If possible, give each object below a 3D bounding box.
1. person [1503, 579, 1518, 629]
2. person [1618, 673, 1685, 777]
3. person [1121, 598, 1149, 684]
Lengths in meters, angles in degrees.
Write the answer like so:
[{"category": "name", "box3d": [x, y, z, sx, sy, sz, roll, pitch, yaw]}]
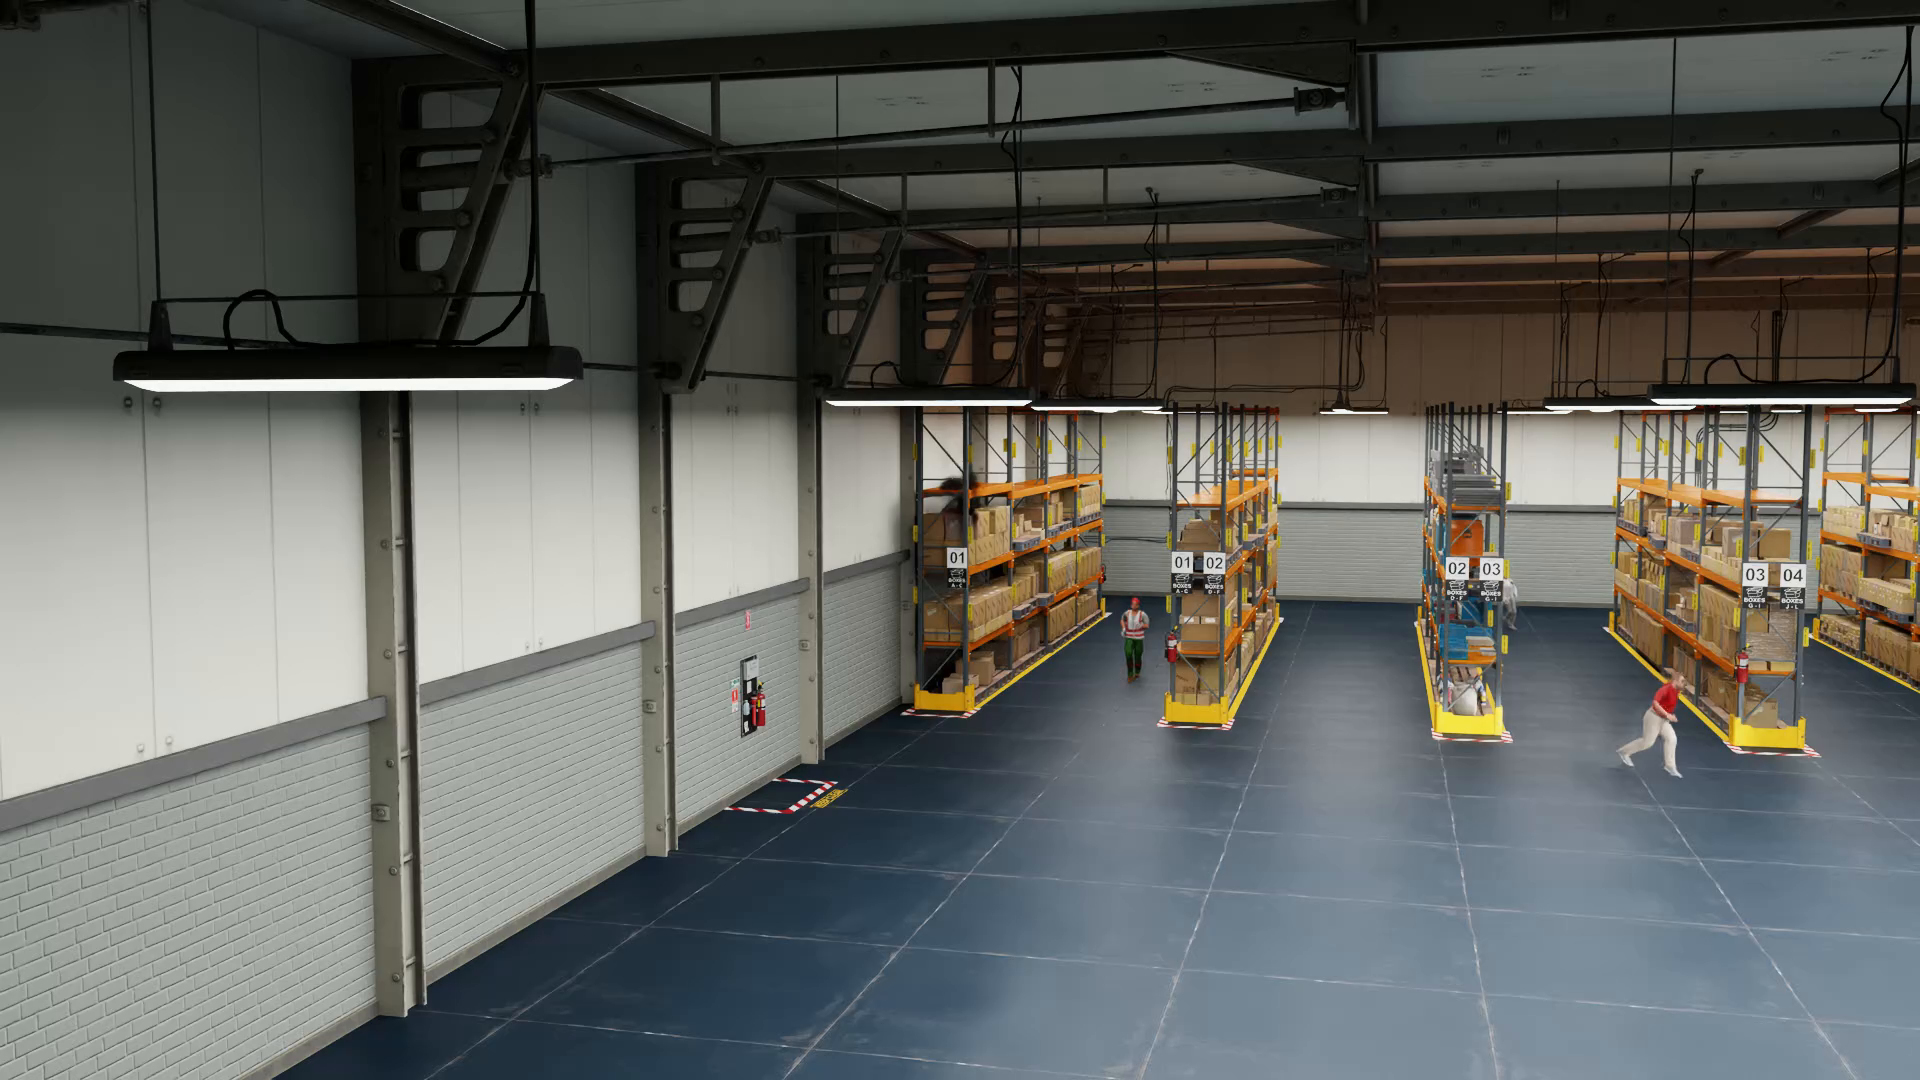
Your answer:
[{"category": "person", "box3d": [14.813, 1.604, 44.960, 0.652, 1.635, 0.487, -1, 4, -15]}, {"category": "person", "box3d": [11.155, 2.947, 26.807, 1.018, 1.694, 0.700, 3, 5, 38]}, {"category": "person", "box3d": [3.774, 2.172, 35.982, 0.631, 1.844, 0.735, 1, 4, 11]}]
